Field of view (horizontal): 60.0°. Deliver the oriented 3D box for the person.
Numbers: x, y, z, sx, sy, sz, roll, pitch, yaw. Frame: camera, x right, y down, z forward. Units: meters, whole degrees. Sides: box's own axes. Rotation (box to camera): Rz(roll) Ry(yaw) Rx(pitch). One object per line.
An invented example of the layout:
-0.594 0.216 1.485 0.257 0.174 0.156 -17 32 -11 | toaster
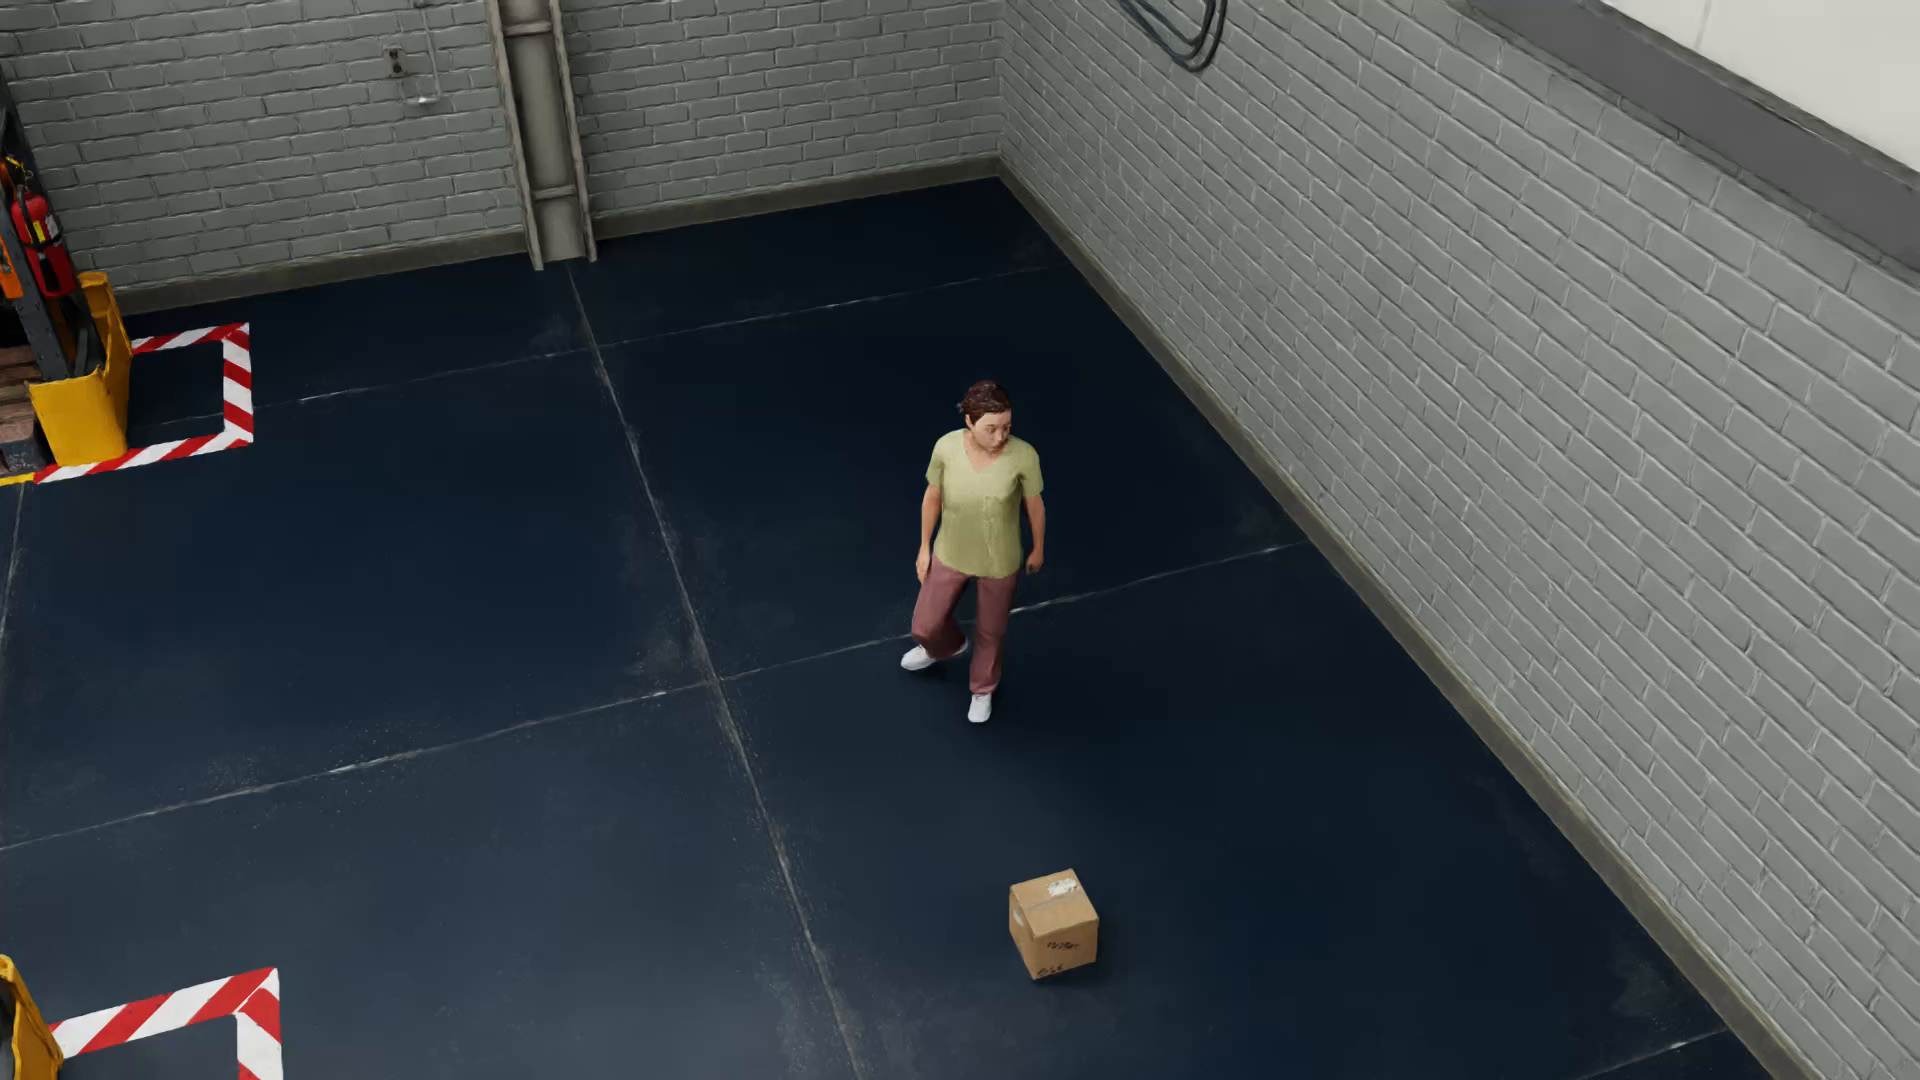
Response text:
0.029 0.024 6.725 0.628 1.667 0.431 8 39 11 | person
